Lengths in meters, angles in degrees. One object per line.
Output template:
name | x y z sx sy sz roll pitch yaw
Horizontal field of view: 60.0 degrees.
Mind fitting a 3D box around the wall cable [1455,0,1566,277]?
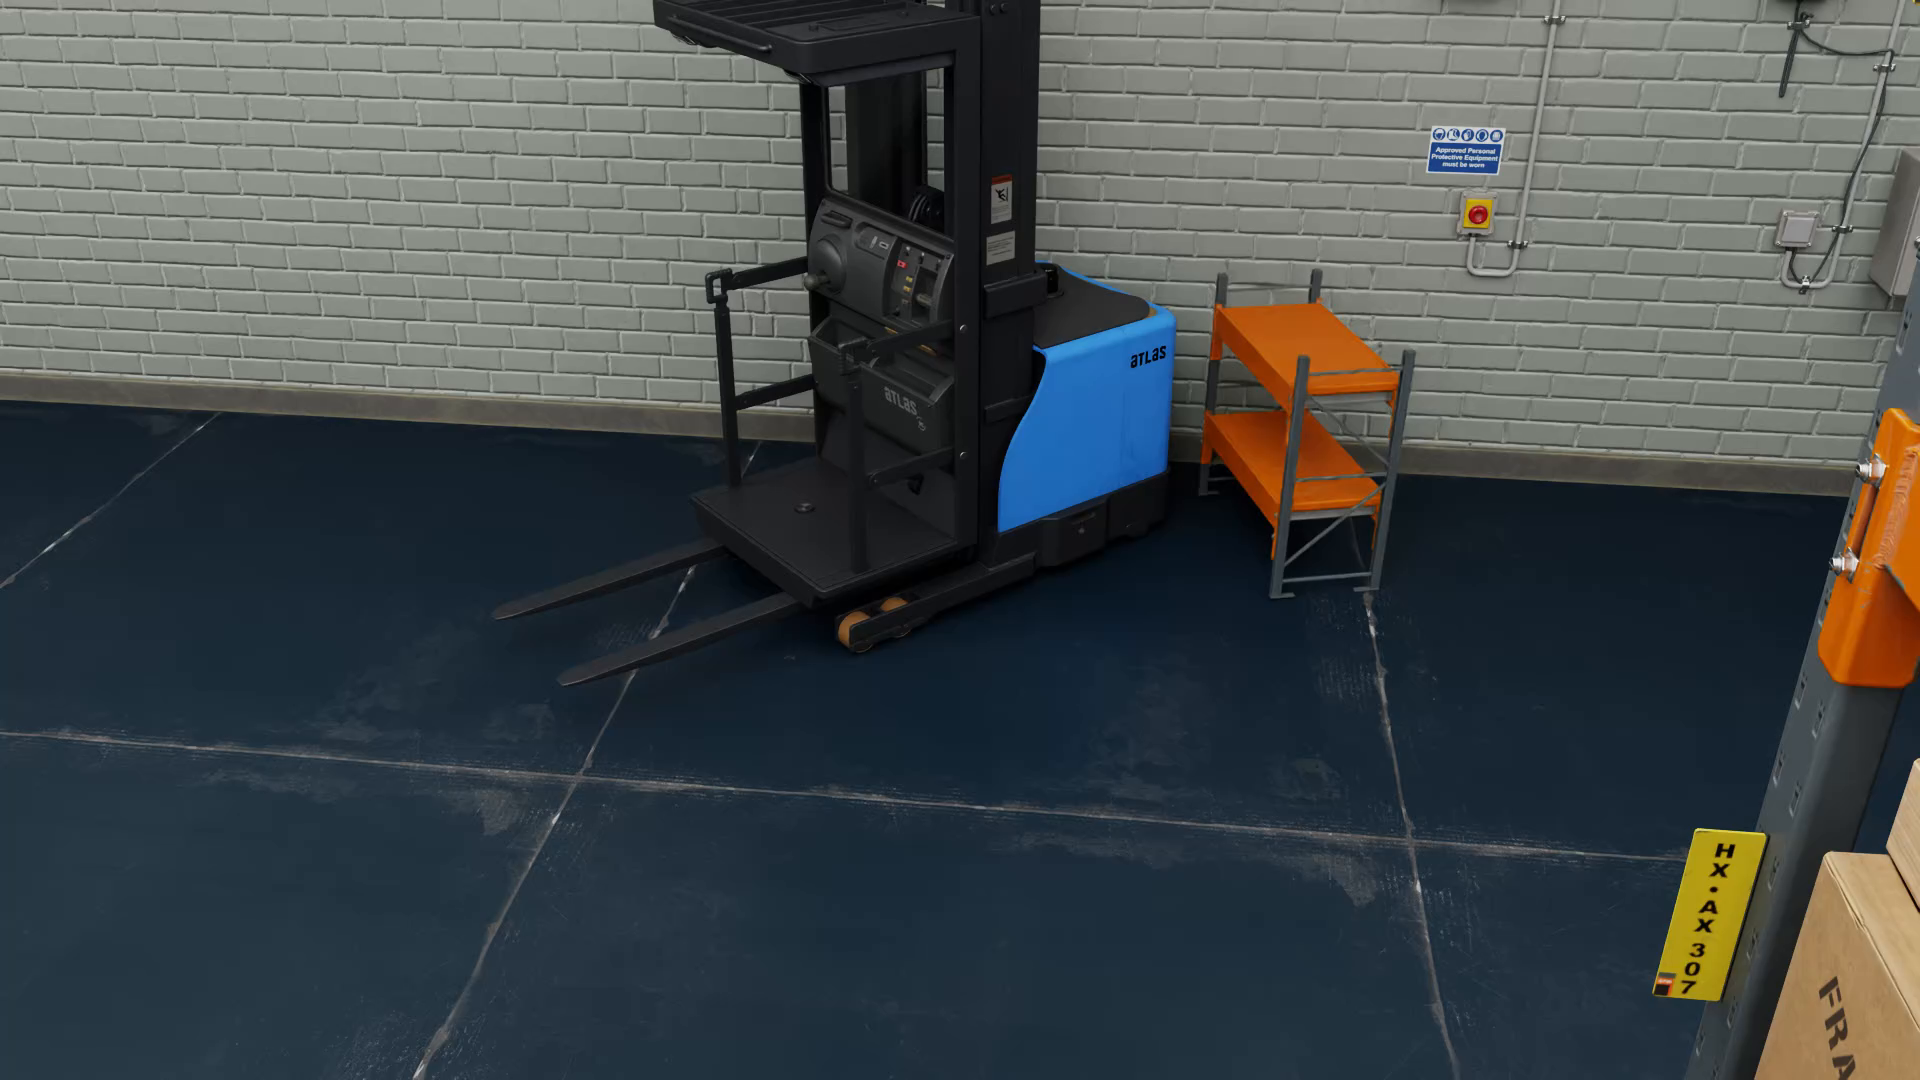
wall cable | 2.354 -2.092 7.367 0.585 1.953 0.123 3 28 6

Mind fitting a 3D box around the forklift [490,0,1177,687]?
forklift | -0.500 -1.108 6.717 3.031 2.935 1.130 -20 34 -32

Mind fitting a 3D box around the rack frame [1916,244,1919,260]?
rack frame | 1.686 -1.617 1.263 1.000 3.000 0.127 3 28 6

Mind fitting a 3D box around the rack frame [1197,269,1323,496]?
rack frame | 1.419 -0.737 7.921 0.500 1.125 0.032 -4 29 -10

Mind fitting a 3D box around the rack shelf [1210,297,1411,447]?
rack shelf | 1.519 -0.758 7.343 0.538 0.278 1.000 -4 29 -10

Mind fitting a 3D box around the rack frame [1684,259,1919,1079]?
rack frame | 1.686 1.024 2.686 1.000 3.000 0.127 3 28 6

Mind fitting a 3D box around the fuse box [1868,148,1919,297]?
fuse box | 4.421 -0.873 7.567 0.539 1.711 0.414 3 28 6

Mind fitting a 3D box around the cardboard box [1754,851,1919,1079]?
cardboard box | 1.345 0.749 2.037 0.500 0.500 0.500 3 28 5

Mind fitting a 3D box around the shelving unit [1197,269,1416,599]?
shelving unit | 1.514 -0.500 7.481 0.538 1.125 1.048 -4 29 -10

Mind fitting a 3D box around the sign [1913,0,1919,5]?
sign | 1.136 -0.751 1.814 0.100 0.325 0.005 3 28 6

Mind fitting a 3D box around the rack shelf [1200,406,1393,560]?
rack shelf | 1.510 -0.285 7.597 0.538 0.278 1.000 -4 29 -10

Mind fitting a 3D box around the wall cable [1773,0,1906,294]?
wall cable | 3.763 -2.002 7.232 0.588 1.984 0.122 3 28 6

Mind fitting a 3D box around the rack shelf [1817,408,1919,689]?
rack shelf | 1.441 0.962 0.398 1.077 0.370 4.000 3 28 6

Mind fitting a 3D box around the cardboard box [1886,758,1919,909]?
cardboard box | 1.368 0.406 1.991 0.380 0.149 0.250 4 29 7

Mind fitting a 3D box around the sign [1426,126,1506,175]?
sign | 2.314 -1.782 7.610 0.327 0.218 0.001 3 28 6

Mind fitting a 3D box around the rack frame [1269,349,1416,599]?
rack frame | 1.609 -0.263 7.042 0.500 1.125 0.032 -4 29 -10

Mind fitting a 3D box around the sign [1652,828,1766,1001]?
sign | 1.136 0.573 2.527 0.100 0.325 0.005 3 28 6
